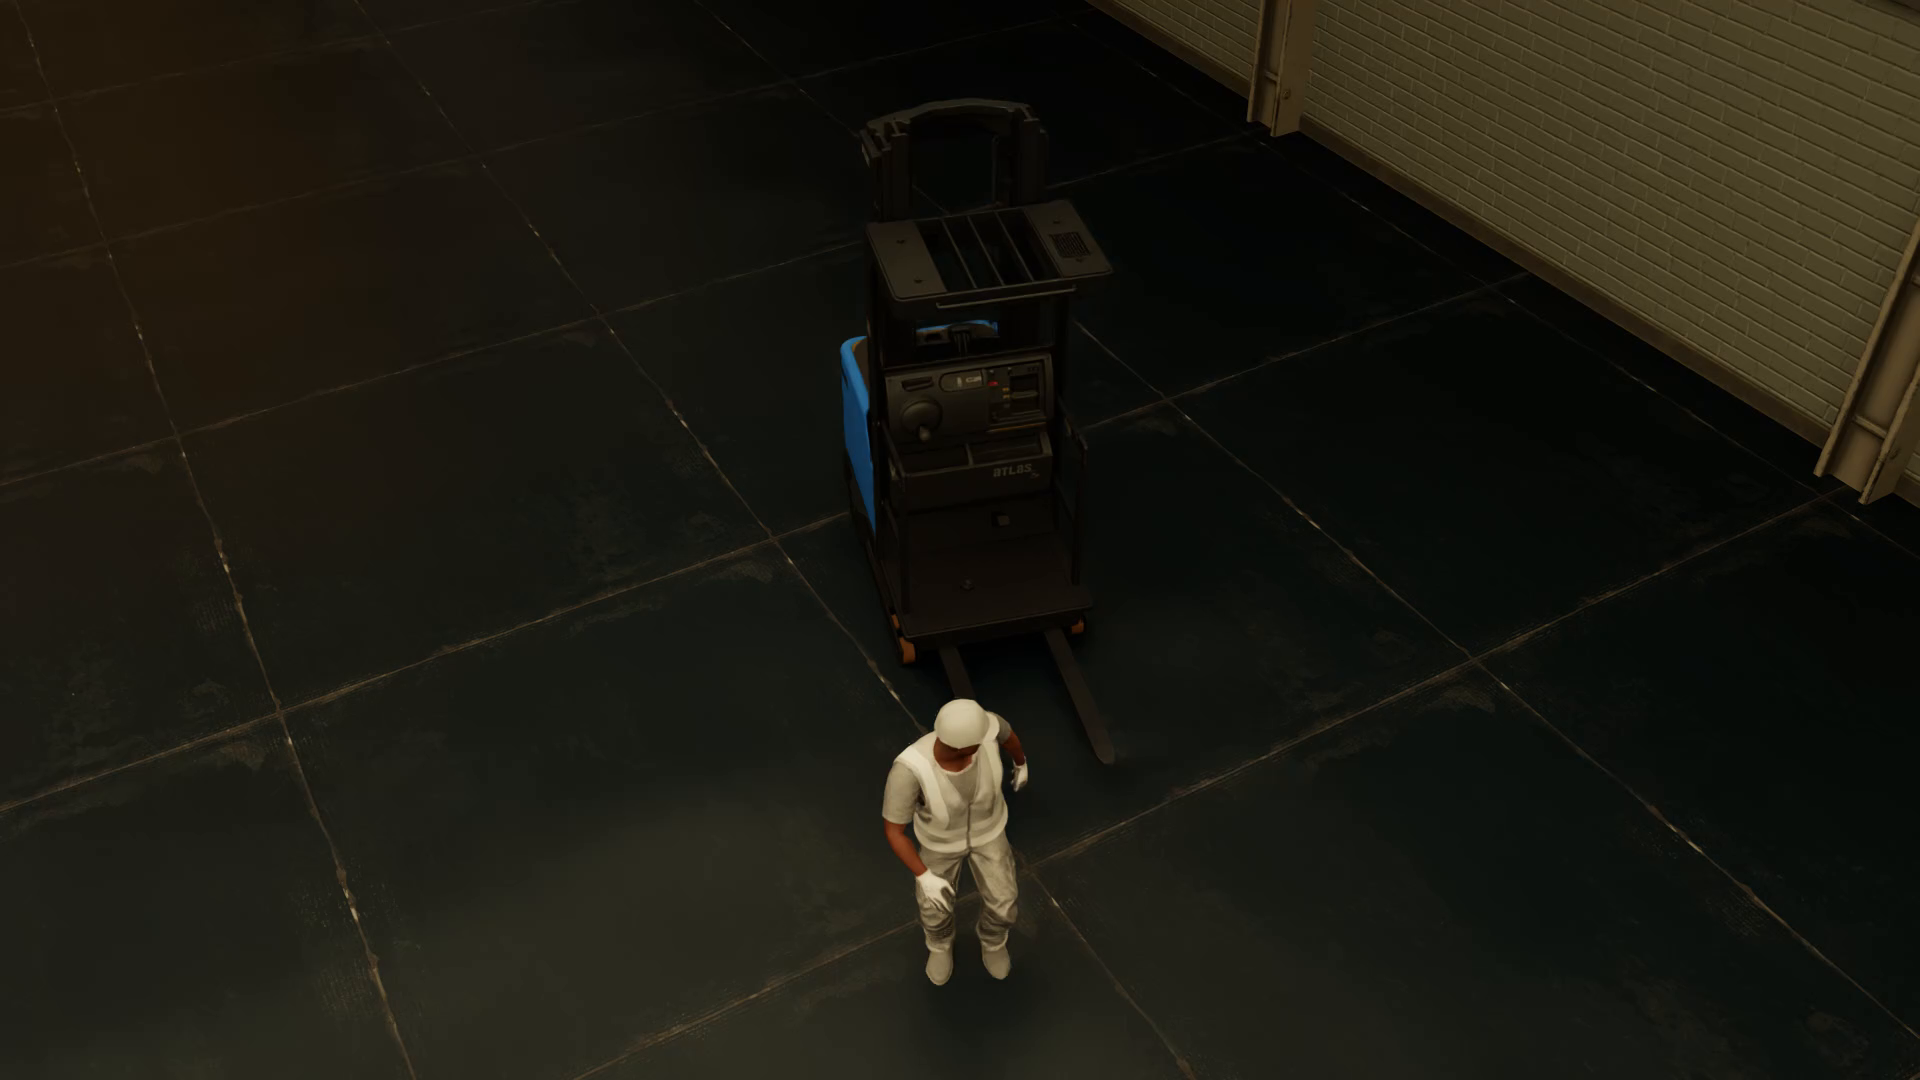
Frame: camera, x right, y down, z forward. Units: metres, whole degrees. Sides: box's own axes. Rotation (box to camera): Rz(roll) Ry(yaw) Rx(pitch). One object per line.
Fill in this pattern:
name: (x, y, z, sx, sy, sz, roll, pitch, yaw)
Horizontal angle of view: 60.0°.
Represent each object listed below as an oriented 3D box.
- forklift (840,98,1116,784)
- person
forklift: (0.111, -0.694, 8.873, 1.130, 2.935, 3.031, -9, 41, -11)
person: (0.018, 1.334, 7.414, 0.747, 1.754, 0.690, -9, 41, -11)
